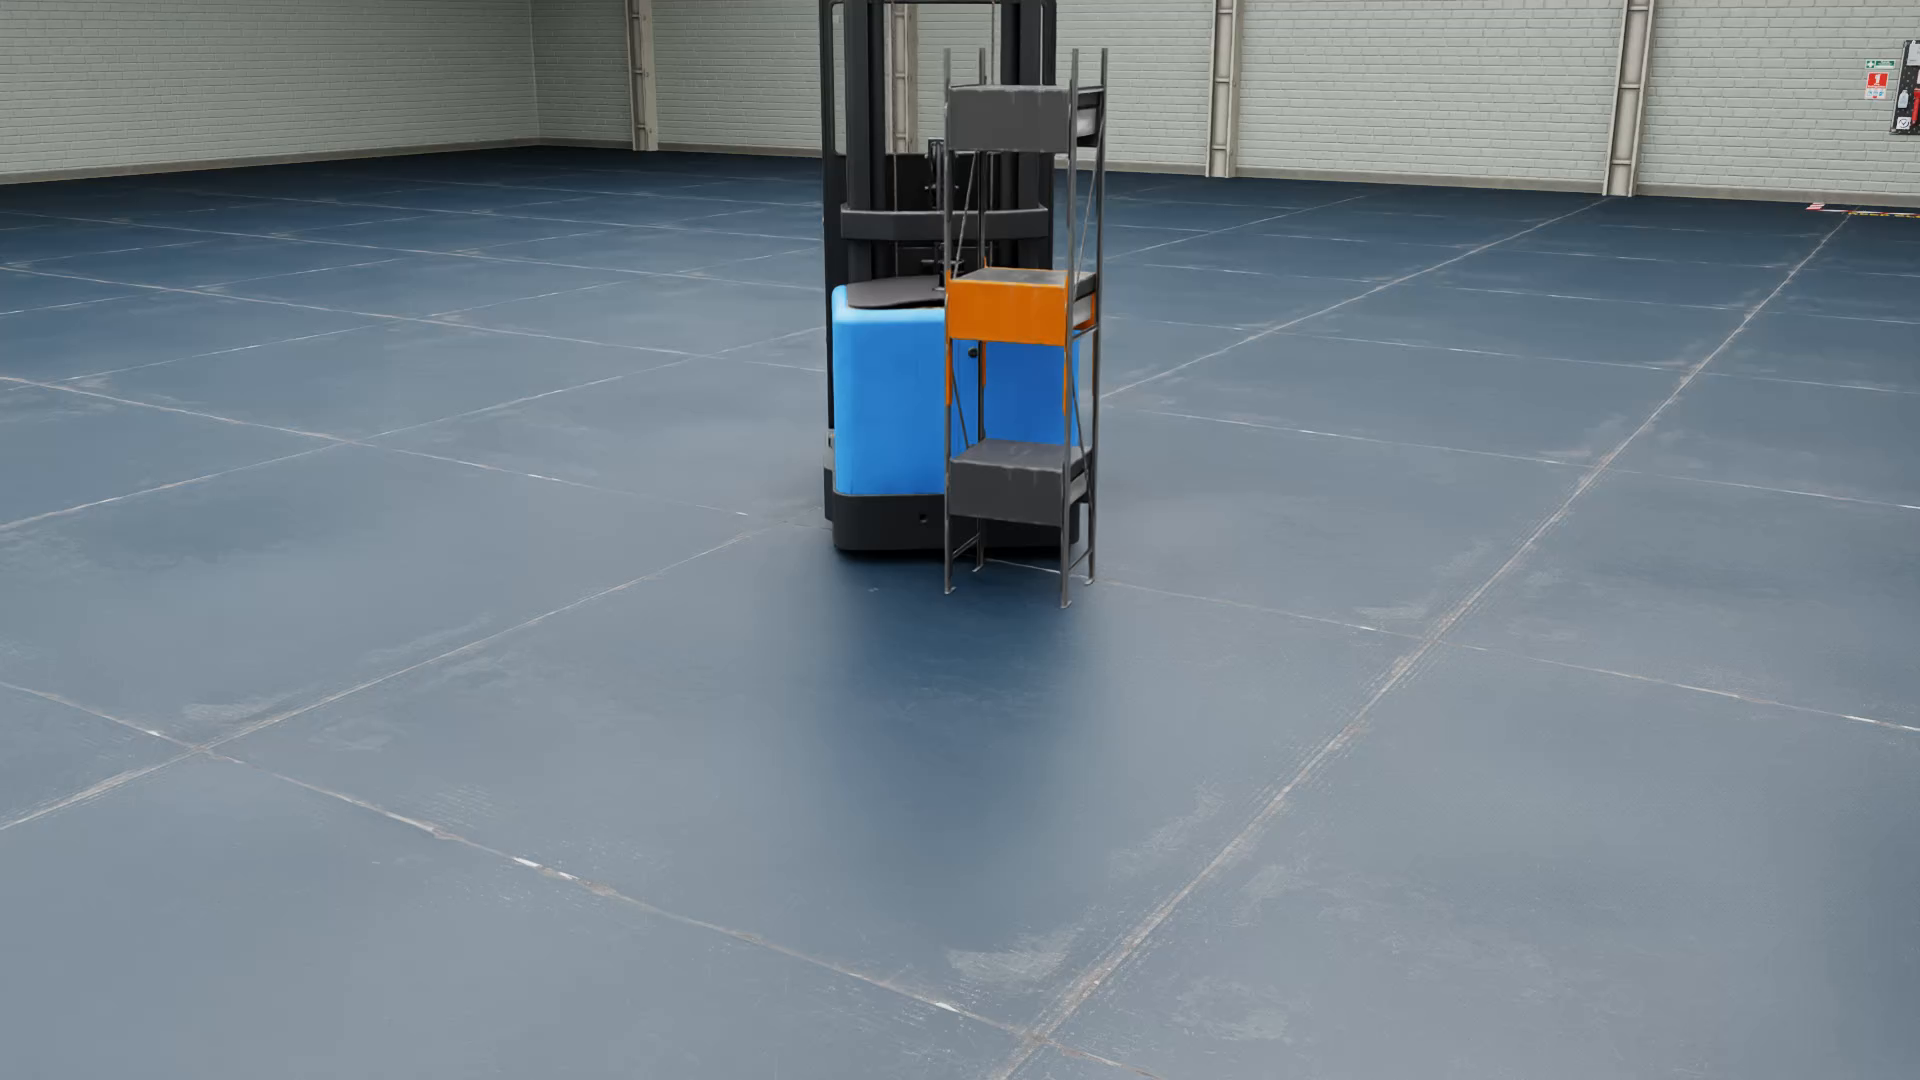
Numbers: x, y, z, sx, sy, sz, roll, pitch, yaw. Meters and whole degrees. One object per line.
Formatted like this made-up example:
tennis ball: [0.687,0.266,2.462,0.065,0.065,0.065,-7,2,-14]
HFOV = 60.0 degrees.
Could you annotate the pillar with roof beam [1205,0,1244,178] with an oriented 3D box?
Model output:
pillar with roof beam: [1.869,-8.988,21.489,0.400,9.000,9.100,10,20,30]

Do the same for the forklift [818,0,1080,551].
forklift: [-0.122,-1.736,8.055,1.130,2.935,3.031,-1,17,-4]

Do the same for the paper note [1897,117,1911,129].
paper note: [12.147,-5.367,21.403,0.142,0.148,0.016,10,20,30]

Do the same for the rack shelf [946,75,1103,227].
rack shelf: [0.246,-1.467,6.235,0.480,0.518,0.431,6,18,20]

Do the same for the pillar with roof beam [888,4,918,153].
pillar with roof beam: [-3.243,-9.901,24.493,0.400,9.000,9.100,10,20,30]

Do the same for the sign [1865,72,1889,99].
sign: [11.845,-5.871,21.486,0.234,0.329,0.001,10,20,30]

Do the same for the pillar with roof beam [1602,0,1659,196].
pillar with roof beam: [6.982,-8.076,18.484,0.400,9.000,9.100,10,20,30]

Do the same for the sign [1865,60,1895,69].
sign: [11.844,-6.122,21.400,0.331,0.109,0.001,10,20,30]

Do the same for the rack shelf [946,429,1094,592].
rack shelf: [0.246,-0.127,6.642,0.480,0.518,0.431,6,18,20]

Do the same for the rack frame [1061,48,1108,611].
rack frame: [0.474,-0.784,6.350,0.015,2.100,0.400,6,18,20]

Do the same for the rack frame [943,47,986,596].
rack frame: [0.019,-0.836,6.519,0.015,2.100,0.400,6,18,20]

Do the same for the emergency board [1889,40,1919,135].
emergency board: [12.264,-5.750,21.150,0.626,1.169,0.157,10,20,30]

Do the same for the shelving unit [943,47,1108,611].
shelving unit: [0.246,-0.810,6.435,0.503,2.100,0.431,6,18,20]

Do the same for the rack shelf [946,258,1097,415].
rack shelf: [0.246,-0.797,6.439,0.480,0.518,0.431,6,18,20]

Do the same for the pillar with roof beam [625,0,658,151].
pillar with roof beam: [-8.356,-10.814,27.498,0.400,9.000,9.100,10,20,30]
